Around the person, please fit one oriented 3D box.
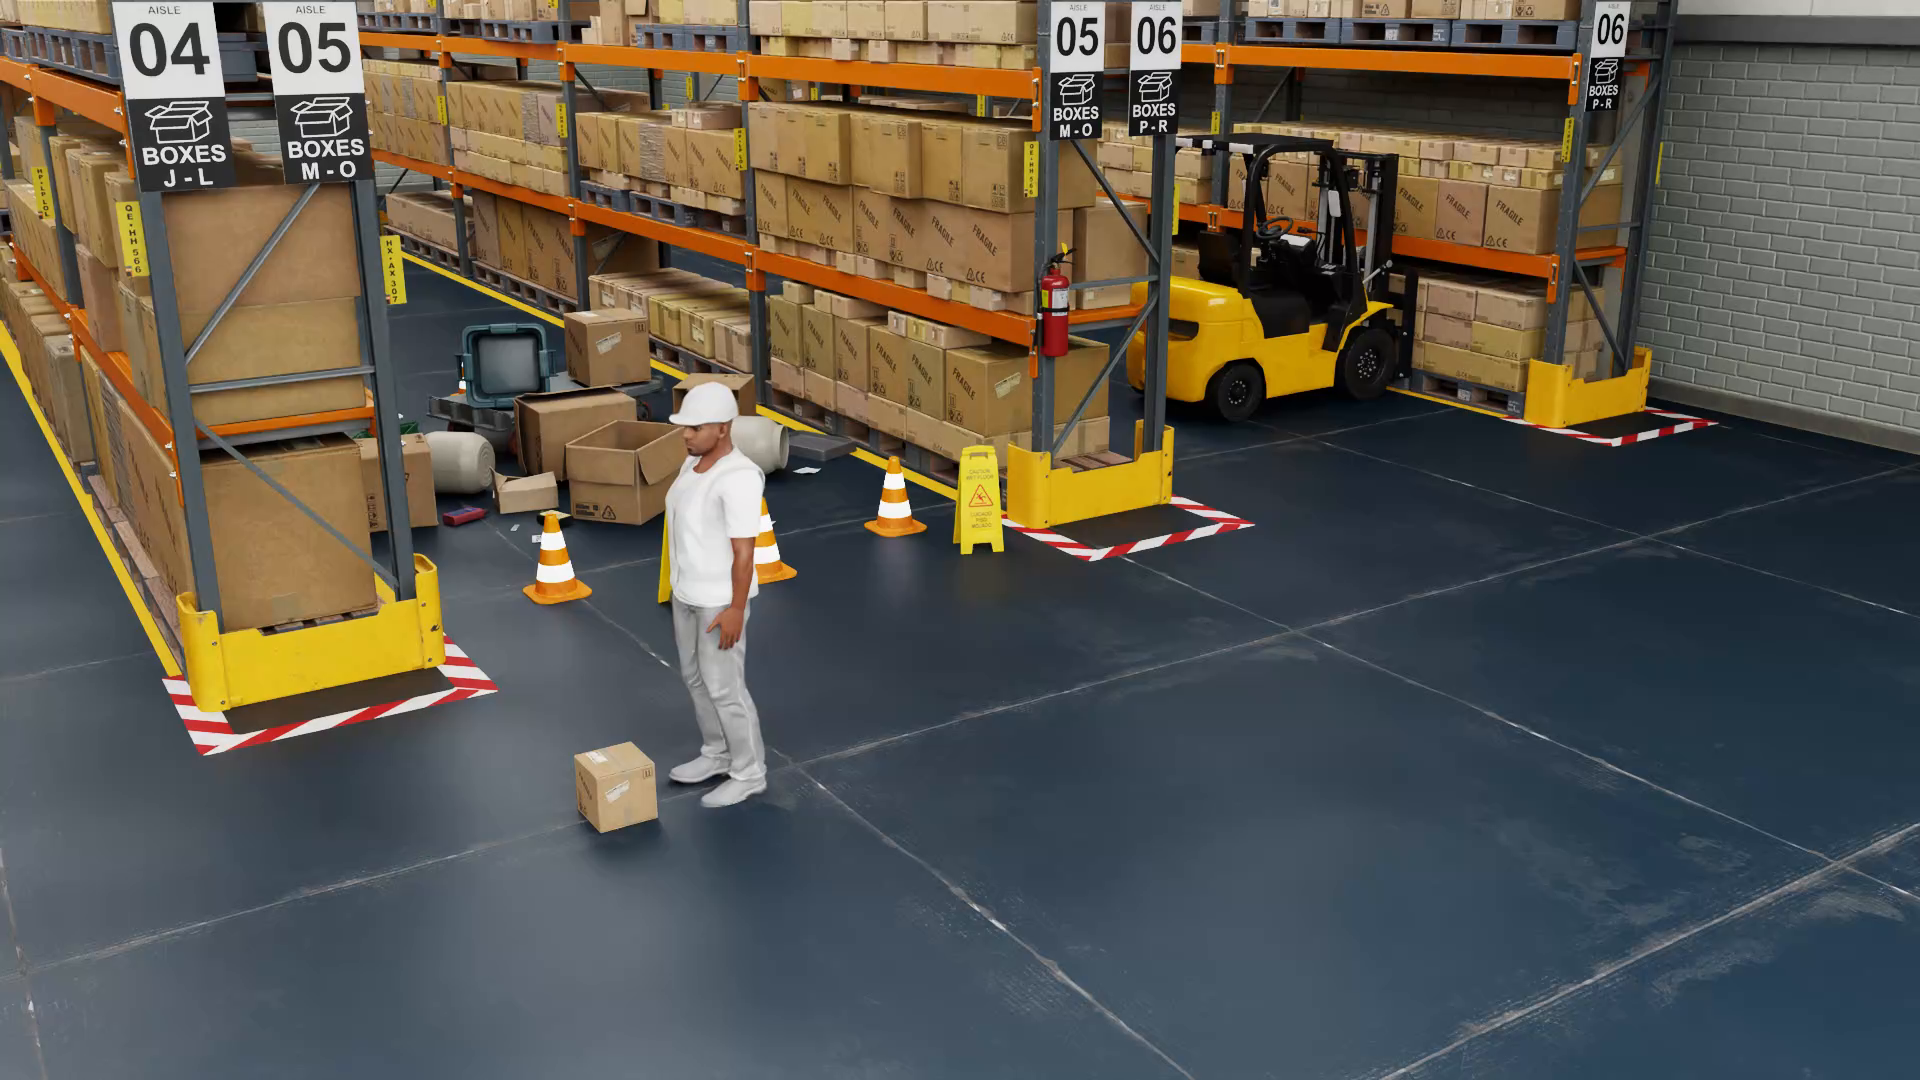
[{"bbox_3d":[-1.012,0.226,6.847,0.366,1.775,0.564,-11,21,-30],"label":"person"}]
